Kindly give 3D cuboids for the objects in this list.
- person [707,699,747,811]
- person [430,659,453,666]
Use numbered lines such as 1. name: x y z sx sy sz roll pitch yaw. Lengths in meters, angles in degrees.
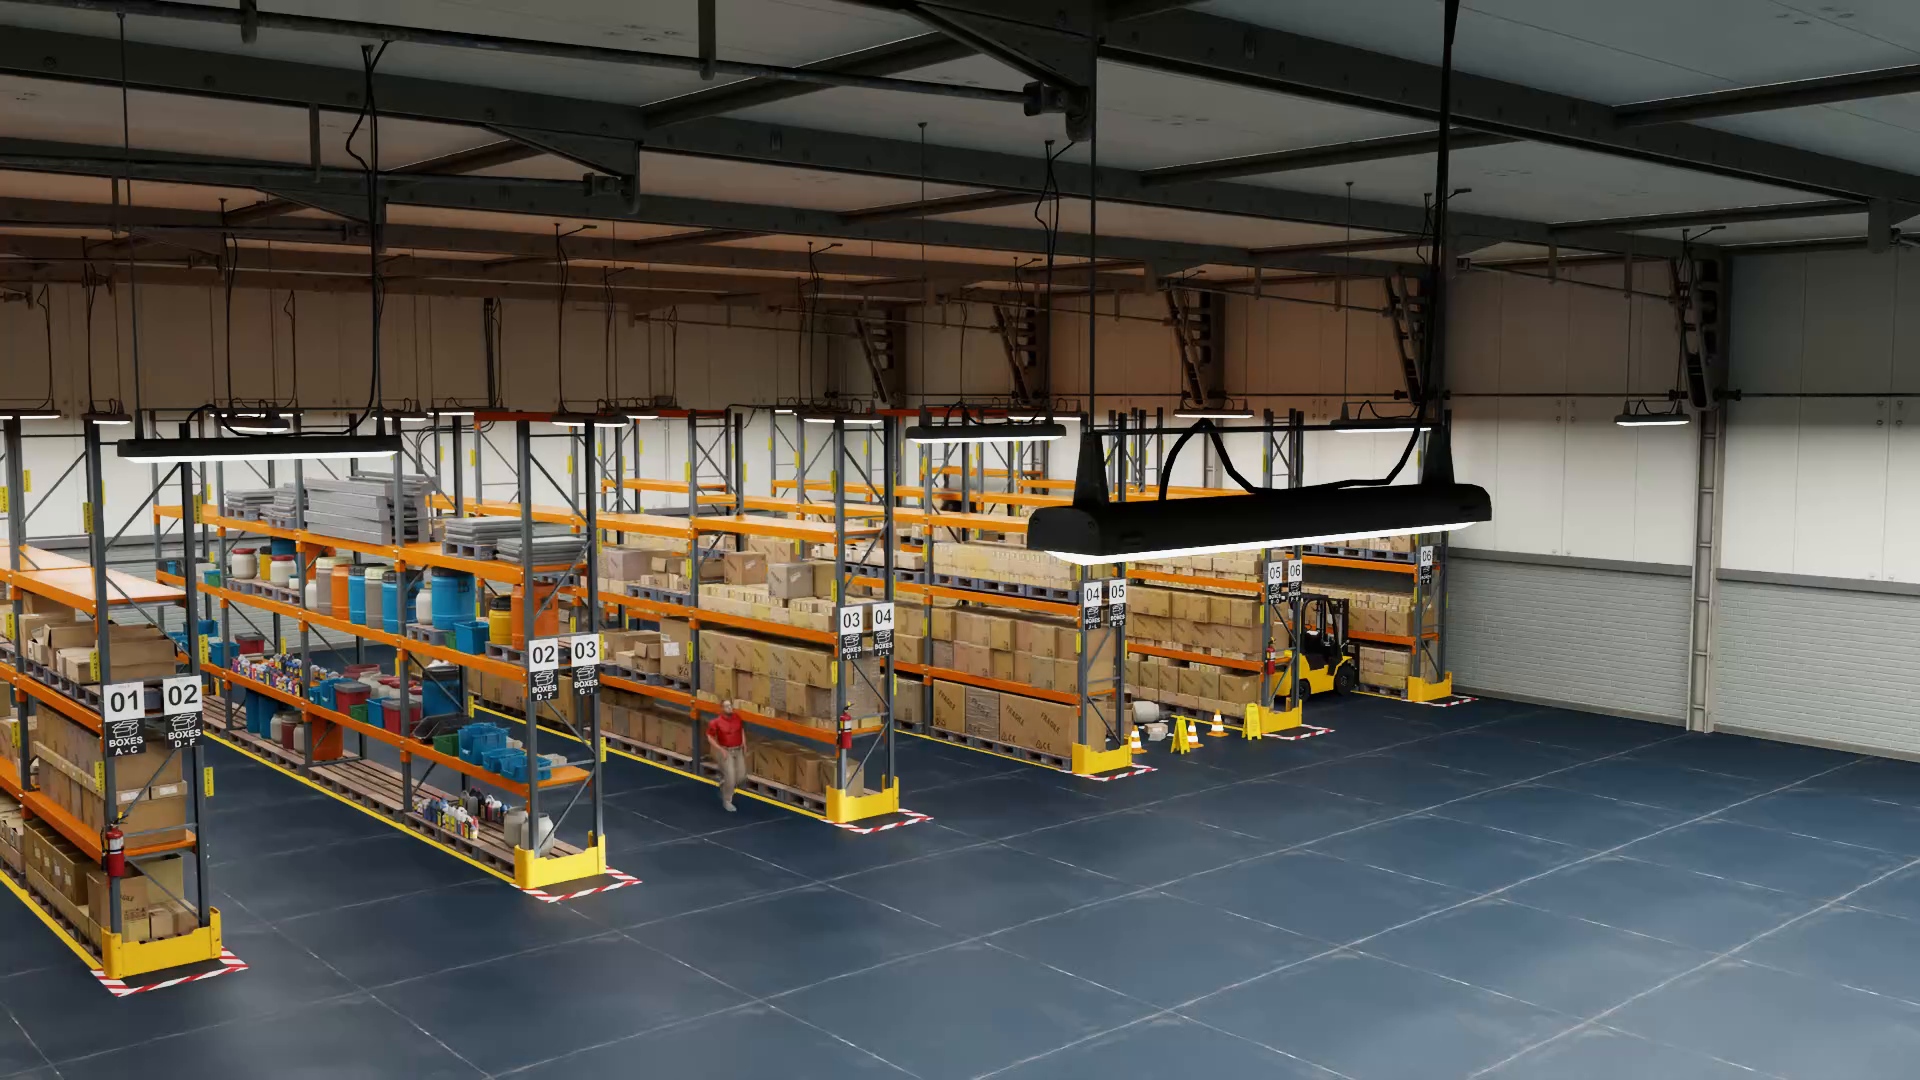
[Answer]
1. person: -3.559 3.267 25.408 0.641 1.697 0.547 -4 7 -40
2. person: -9.580 2.867 30.886 0.579 1.326 0.451 4 7 40
